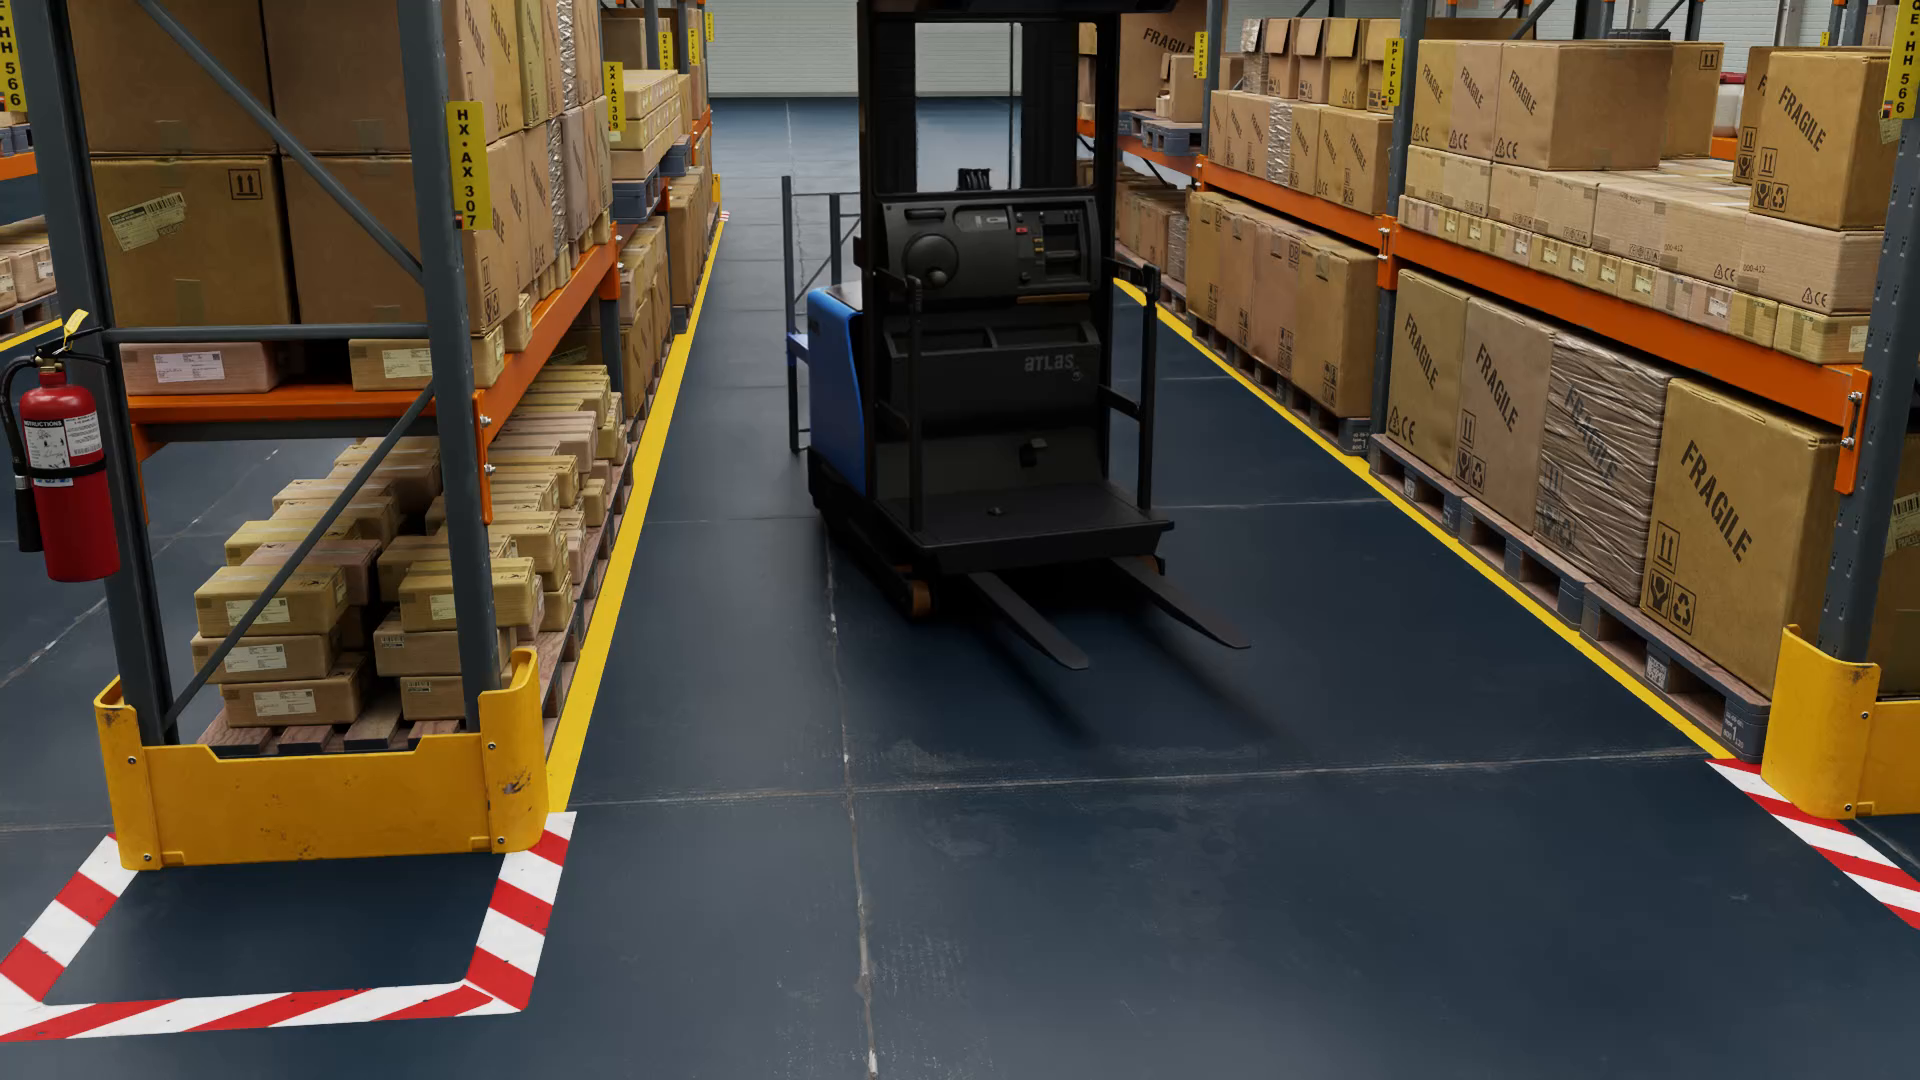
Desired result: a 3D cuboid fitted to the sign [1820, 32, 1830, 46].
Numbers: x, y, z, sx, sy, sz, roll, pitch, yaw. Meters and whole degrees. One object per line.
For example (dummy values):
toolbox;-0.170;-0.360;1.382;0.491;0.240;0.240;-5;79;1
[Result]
sign;10.778;-6.171;20.749;0.100;0.325;0.005;-2;18;-6

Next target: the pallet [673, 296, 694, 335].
pallet;-2.648;-1.831;13.157;1.003;0.211;1.213;-2;18;-6

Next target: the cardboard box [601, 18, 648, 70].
cardboard box;-2.678;-3.583;12.246;0.700;0.500;0.500;-2;18;-6

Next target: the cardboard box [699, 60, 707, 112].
cardboard box;-3.305;-5.107;18.686;0.875;0.550;0.550;-2;18;-6

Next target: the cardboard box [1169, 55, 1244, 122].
cardboard box;2.050;-3.618;13.327;0.700;0.500;0.500;1;17;3

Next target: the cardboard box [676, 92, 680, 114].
cardboard box;-2.138;-3.014;11.490;0.380;0.149;0.250;-1;17;-5

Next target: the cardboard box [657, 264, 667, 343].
cardboard box;-2.264;-1.589;11.204;0.500;0.500;0.500;-1;17;-3

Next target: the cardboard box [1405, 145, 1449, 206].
cardboard box;2.503;-1.778;8.086;0.500;0.250;0.500;-2;18;-7

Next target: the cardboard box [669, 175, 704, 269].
cardboard box;-2.805;-2.773;14.558;1.050;0.750;0.750;-2;18;-6

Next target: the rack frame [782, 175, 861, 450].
rack frame;-0.709;-1.245;9.138;0.500;1.500;0.032;-6;18;-18

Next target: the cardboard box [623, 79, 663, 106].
cardboard box;-1.946;-2.614;9.720;0.380;0.149;0.250;-1;17;-4

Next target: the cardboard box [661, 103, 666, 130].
cardboard box;-1.975;-2.552;10.021;0.380;0.149;0.250;-2;18;-7

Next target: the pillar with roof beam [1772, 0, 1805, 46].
pillar with roof beam;11.671;-12.013;30.917;9.100;9.000;0.400;-2;18;-6

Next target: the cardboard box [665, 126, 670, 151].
cardboard box;-2.006;-2.490;10.318;0.380;0.149;0.250;-1;17;-4

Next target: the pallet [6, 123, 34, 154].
pallet;-7.800;-3.238;13.304;1.003;0.211;1.213;-2;18;-6

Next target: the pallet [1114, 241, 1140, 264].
pallet;1.972;-2.677;15.851;1.003;0.211;1.213;-2;18;-6

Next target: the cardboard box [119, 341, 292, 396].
cardboard box;-2.131;-0.509;4.711;0.380;0.149;0.250;-2;18;-6

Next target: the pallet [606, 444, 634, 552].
pallet;-2.125;-0.203;7.972;1.003;0.211;1.213;-2;18;-6

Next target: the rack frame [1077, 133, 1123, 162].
rack frame;1.477;-5.431;19.968;1.000;3.000;0.127;-2;18;-6

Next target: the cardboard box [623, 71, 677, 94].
cardboard box;-2.111;-3.082;11.211;0.380;0.149;0.250;-2;18;-6

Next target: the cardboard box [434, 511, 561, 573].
cardboard box;-1.579;0.011;5.699;0.380;0.149;0.250;-2;18;-6

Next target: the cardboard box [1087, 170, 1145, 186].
cardboard box;1.680;-3.720;17.991;0.500;0.500;0.500;-3;18;-11

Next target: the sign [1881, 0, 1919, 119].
sign;2.586;-1.317;4.535;0.100;0.325;0.005;-2;18;-6

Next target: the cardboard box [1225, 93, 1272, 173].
cardboard box;2.137;-2.788;11.384;0.500;0.500;0.500;-2;18;-7

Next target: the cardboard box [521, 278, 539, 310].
cardboard box;-1.730;-0.913;5.997;0.380;0.149;0.250;-2;18;-7

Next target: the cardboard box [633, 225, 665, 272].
cardboard box;-2.247;-1.944;11.082;0.500;0.250;0.500;-2;17;-5

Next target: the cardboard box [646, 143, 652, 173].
cardboard box;-1.847;-2.027;8.844;0.380;0.149;0.250;-2;17;-5

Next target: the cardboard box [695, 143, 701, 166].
cardboard box;-3.049;-3.492;16.639;0.875;0.875;0.875;-2;17;-5

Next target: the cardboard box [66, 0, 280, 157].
cardboard box;-2.111;-1.336;4.593;0.500;0.500;0.500;-2;18;-7

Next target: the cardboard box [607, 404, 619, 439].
cardboard box;-1.840;-0.550;7.984;0.380;0.149;0.250;-3;18;-8

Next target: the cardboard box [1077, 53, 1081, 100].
cardboard box;1.726;-5.011;17.967;0.875;0.500;0.500;-2;18;-6

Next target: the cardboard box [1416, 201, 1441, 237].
cardboard box;2.442;-1.559;8.055;0.380;0.149;0.250;-2;18;-7

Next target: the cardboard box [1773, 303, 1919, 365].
cardboard box;2.763;-0.640;5.127;0.380;0.149;0.250;-1;17;-5

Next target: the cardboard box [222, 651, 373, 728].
cardboard box;-2.078;0.469;5.235;0.380;0.149;0.250;-1;17;-5

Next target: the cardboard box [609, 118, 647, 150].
cardboard box;-1.812;-2.087;8.537;0.380;0.149;0.250;-1;17;-5

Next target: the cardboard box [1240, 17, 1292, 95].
cardboard box;2.362;-3.355;11.515;0.797;0.503;0.637;-1;17;-4

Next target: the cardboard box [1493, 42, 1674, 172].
cardboard box;2.611;-1.831;7.005;0.500;0.500;0.500;-2;18;-7

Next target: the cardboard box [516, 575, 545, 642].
cardboard box;-1.587;0.230;5.499;0.380;0.149;0.250;-2;18;-6

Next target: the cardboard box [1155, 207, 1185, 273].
cardboard box;2.078;-2.597;14.381;0.700;0.500;0.500;0;17;-1

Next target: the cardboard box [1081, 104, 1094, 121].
cardboard box;1.456;-4.396;17.093;0.380;0.149;0.250;-2;18;-6

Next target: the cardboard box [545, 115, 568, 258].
cardboard box;-1.765;-1.329;6.240;0.500;0.500;0.500;-2;18;-7

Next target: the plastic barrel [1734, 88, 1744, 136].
plastic barrel;6.867;-3.679;14.202;0.421;0.512;0.421;0;17;0

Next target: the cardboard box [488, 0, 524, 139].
cardboard box;-1.657;-1.500;5.113;0.500;0.500;0.500;-1;17;-4

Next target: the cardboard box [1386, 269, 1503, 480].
cardboard box;2.703;-0.843;8.201;0.875;0.875;0.875;-2;18;-6

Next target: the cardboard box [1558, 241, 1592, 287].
cardboard box;2.606;-1.095;6.578;0.380;0.149;0.250;-1;17;-5

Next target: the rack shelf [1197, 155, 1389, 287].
rack shelf;2.509;-2.108;10.586;1.077;0.370;4.000;-2;18;-6

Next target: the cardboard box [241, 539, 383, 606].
cardboard box;-2.092;0.109;5.389;0.380;0.149;0.250;-1;17;-5

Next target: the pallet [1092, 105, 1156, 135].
pallet;1.824;-3.915;15.461;1.003;0.211;1.213;-2;18;-6

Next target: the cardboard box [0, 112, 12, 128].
cardboard box;-7.389;-3.175;12.501;0.380;0.149;0.250;-2;18;-5

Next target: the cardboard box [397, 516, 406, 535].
cardboard box;-2.276;0.020;6.168;0.380;0.149;0.250;-2;17;-5

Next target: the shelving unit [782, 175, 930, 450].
shelving unit;-0.545;-1.101;8.679;0.538;1.500;1.048;-6;18;-18

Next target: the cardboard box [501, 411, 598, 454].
cardboard box;-1.766;-0.452;7.175;0.380;0.149;0.250;-3;18;-8

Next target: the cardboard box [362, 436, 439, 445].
cardboard box;-2.250;-0.356;6.868;0.380;0.149;0.250;-3;18;-8

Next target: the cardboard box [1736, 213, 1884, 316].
cardboard box;2.814;-0.871;5.196;0.500;0.250;0.500;-2;18;-7

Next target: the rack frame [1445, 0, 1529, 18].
rack frame;6.404;-5.584;20.456;1.000;3.000;0.127;-2;18;-6

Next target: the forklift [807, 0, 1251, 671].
forklift;0.208;-1.215;6.653;1.130;2.935;3.031;-6;18;-18

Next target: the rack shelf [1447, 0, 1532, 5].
rack shelf;6.610;-6.076;18.216;1.077;0.370;4.000;-2;18;-6

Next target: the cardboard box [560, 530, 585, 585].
cardboard box;-1.671;0.074;6.491;0.380;0.149;0.250;-3;18;-8

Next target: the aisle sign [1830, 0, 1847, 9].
aisle sign;11.020;-6.986;20.582;0.394;0.787;0.004;-2;18;-6
